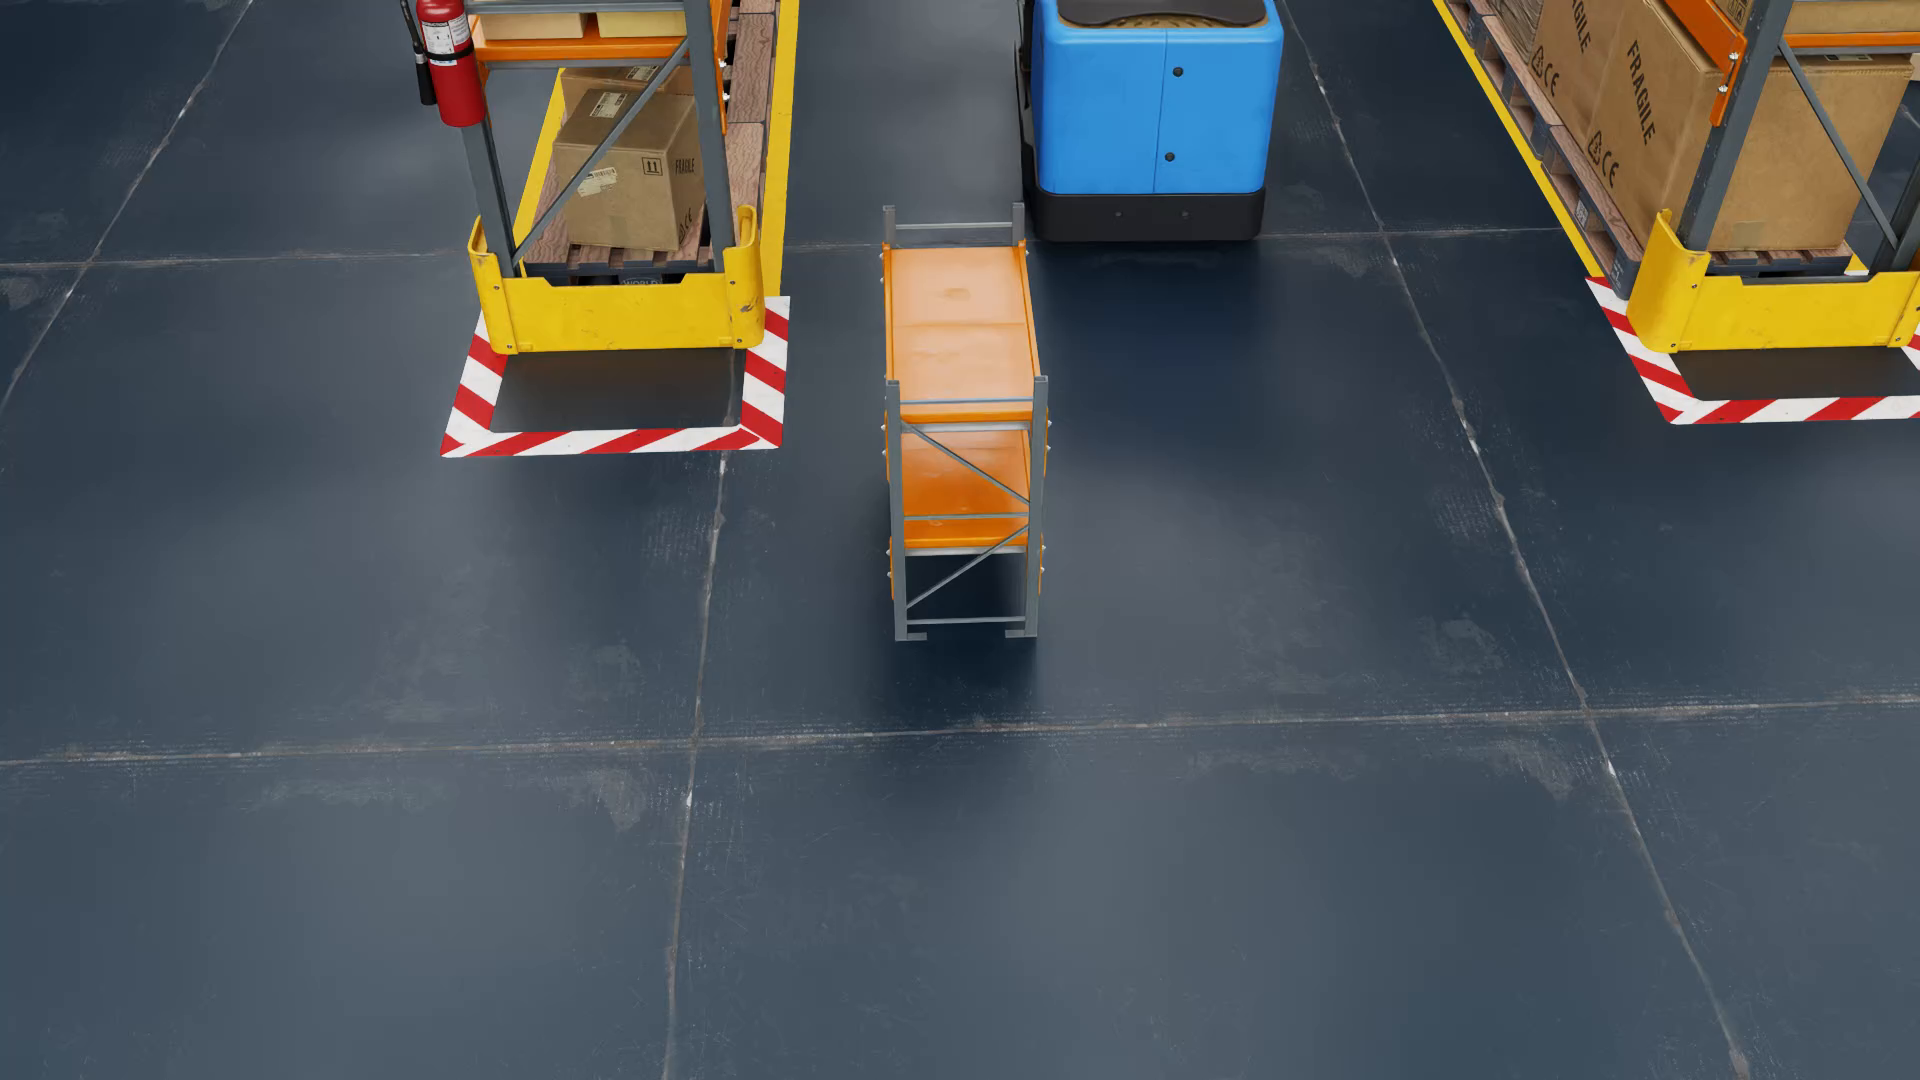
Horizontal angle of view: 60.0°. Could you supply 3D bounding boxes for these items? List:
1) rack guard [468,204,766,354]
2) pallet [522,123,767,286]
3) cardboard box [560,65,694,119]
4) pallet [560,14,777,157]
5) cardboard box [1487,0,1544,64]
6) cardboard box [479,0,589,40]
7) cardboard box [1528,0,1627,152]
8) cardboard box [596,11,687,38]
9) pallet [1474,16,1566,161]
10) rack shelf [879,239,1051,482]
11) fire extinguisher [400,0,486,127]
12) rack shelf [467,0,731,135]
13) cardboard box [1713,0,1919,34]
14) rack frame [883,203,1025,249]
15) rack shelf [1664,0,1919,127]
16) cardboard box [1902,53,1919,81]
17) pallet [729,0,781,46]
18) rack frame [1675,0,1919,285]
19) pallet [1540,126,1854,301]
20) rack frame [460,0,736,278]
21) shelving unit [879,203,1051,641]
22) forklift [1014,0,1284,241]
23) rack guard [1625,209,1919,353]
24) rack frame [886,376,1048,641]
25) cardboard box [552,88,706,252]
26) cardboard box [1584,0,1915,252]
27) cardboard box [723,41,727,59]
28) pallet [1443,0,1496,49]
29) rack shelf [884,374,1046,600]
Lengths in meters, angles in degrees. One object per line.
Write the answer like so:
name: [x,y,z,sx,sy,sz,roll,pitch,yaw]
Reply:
rack guard: [-1.440,-1.111,7.092,1.175,0.500,0.348,-2,43,-2]
pallet: [-1.440,-1.554,7.789,1.003,0.211,1.213,-2,43,-2]
cardboard box: [-1.507,-2.039,7.793,0.500,0.500,0.500,9,43,9]
pallet: [-1.488,-2.375,8.685,1.003,0.211,1.213,-2,43,-2]
cardboard box: [3.352,-3.092,8.665,0.875,0.875,0.875,-1,43,-1]
cardboard box: [-1.656,-2.075,6.479,0.380,0.149,0.250,-2,43,-2]
cardboard box: [3.388,-2.476,7.993,0.875,0.875,0.875,-2,43,-2]
cardboard box: [-1.211,-2.087,6.493,0.380,0.149,0.250,-2,43,-2]
pallet: [3.362,-2.386,8.697,1.003,0.211,1.213,-2,43,-2]
rack shelf: [0.000,-0.635,5.677,0.538,0.278,1.000,-2,43,-2]
fire extinguisher: [-1.893,-1.862,6.118,0.296,0.674,0.183,-2,43,-2]
rack shelf: [-1.522,-3.066,7.907,1.077,0.370,4.000,-2,43,-2]
cardboard box: [3.462,-2.359,6.493,0.875,0.550,0.550,-2,43,-2]
rack frame: [-0.022,-0.762,6.249,0.500,1.125,0.032,-2,43,-2]
rack shelf: [3.438,-3.140,7.988,1.077,0.370,4.000,-2,43,-2]
cardboard box: [5.266,-2.640,8.933,0.396,0.266,0.258,5,43,6]
pallet: [-1.543,-3.201,9.586,1.003,0.211,1.213,-2,43,-2]
rack frame: [3.523,-2.055,6.272,1.000,3.000,0.127,-2,43,-2]
pallet: [3.410,-1.564,7.801,1.003,0.211,1.213,-2,43,-2]
rack frame: [-1.437,-1.981,6.191,1.000,3.000,0.127,-2,43,-2]
shelving unit: [0.000,-0.419,5.875,0.538,1.125,1.048,-2,43,-2]
forklift: [0.857,-3.425,7.818,1.130,2.935,3.031,0,43,0]
rack guard: [3.524,-1.117,7.099,1.175,0.500,0.348,-2,43,-2]
rack frame: [0.021,-0.076,5.500,0.500,1.125,0.032,-2,43,-2]
cardboard box: [-1.447,-1.636,7.354,0.500,0.500,0.500,6,43,6]
cardboard box: [3.428,-1.882,7.345,0.875,0.875,0.875,-1,43,-2]
cardboard box: [-1.493,-2.840,8.668,0.500,0.500,0.500,-5,43,-6]
pallet: [3.307,-3.212,9.598,1.003,0.211,1.213,-2,43,-2]
rack shelf: [0.000,-0.239,6.040,0.538,0.278,1.000,-2,43,-2]
